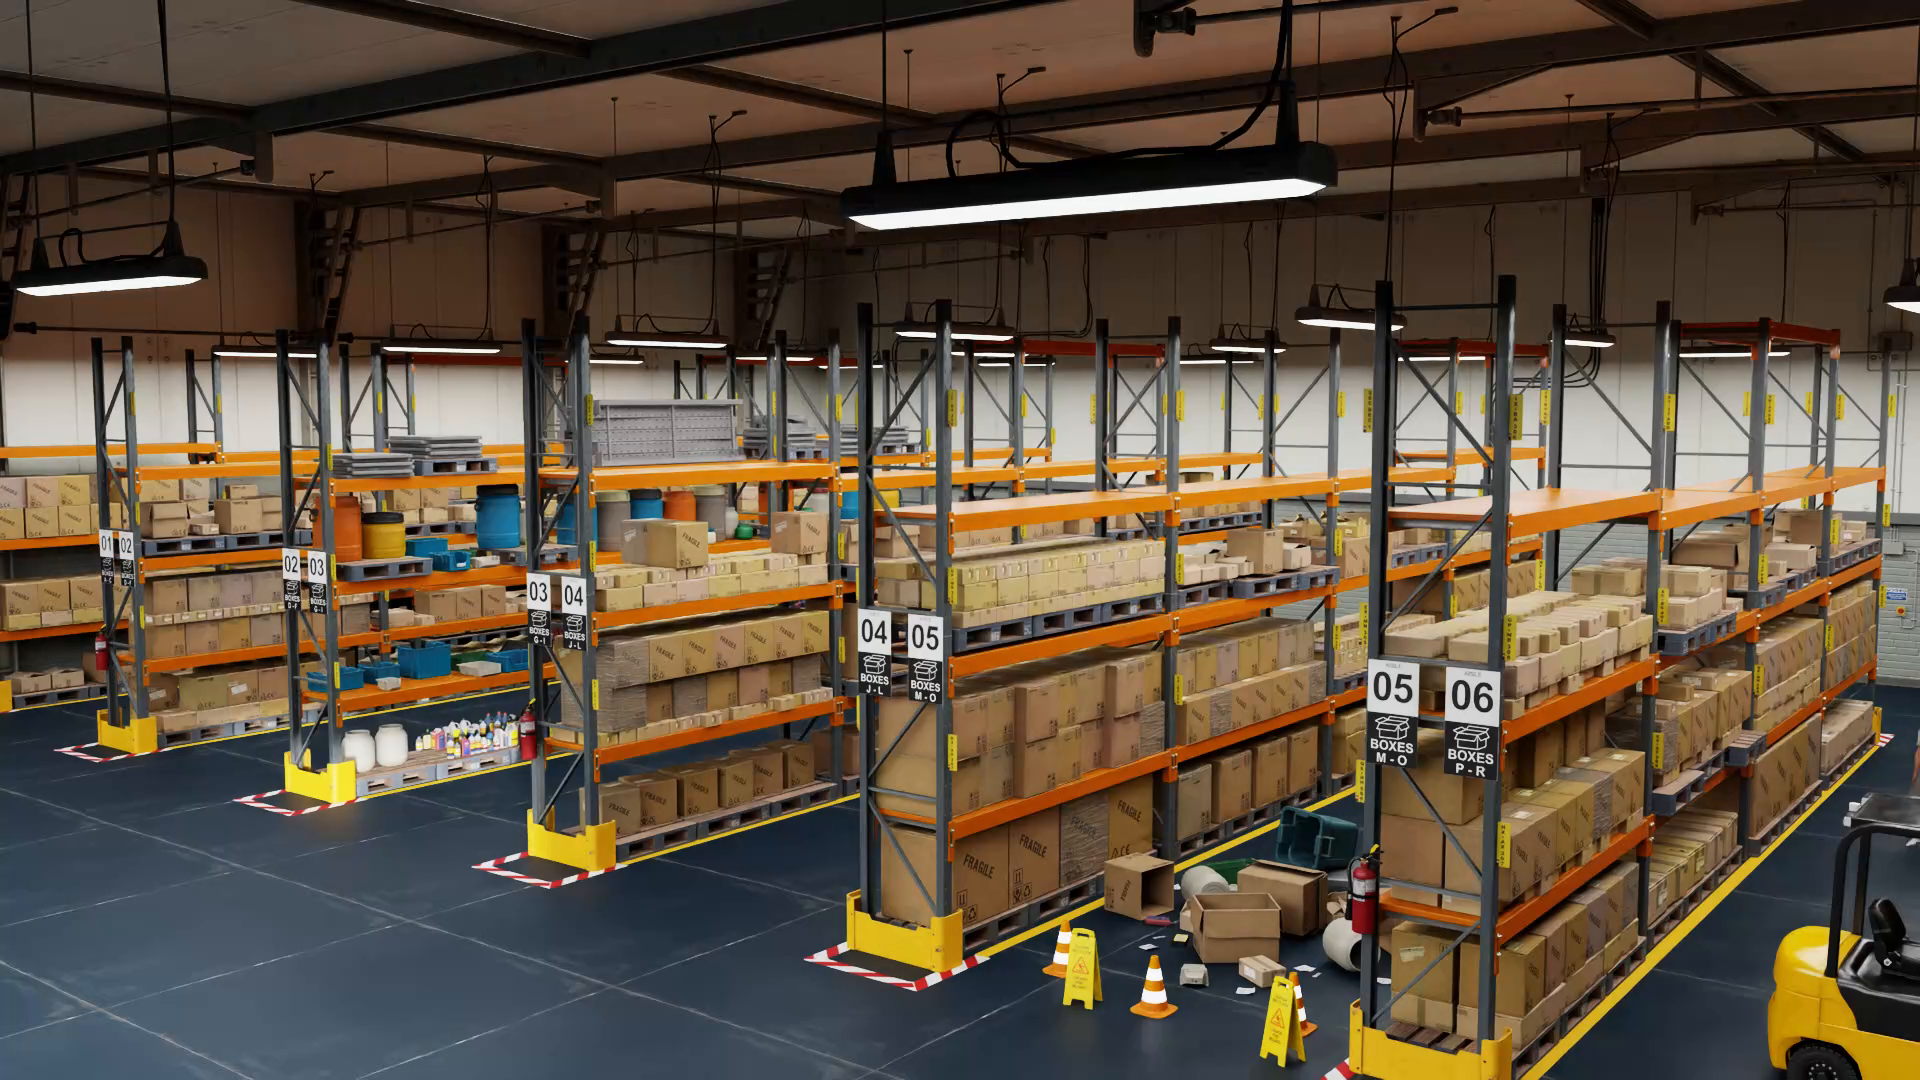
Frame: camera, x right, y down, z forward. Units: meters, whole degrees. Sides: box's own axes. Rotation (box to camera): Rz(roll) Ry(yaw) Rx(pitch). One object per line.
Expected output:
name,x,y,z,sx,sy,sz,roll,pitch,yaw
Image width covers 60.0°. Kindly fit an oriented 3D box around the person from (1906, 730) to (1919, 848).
person,11.094,2.697,18.950,0.485,1.697,0.388,1,5,10
